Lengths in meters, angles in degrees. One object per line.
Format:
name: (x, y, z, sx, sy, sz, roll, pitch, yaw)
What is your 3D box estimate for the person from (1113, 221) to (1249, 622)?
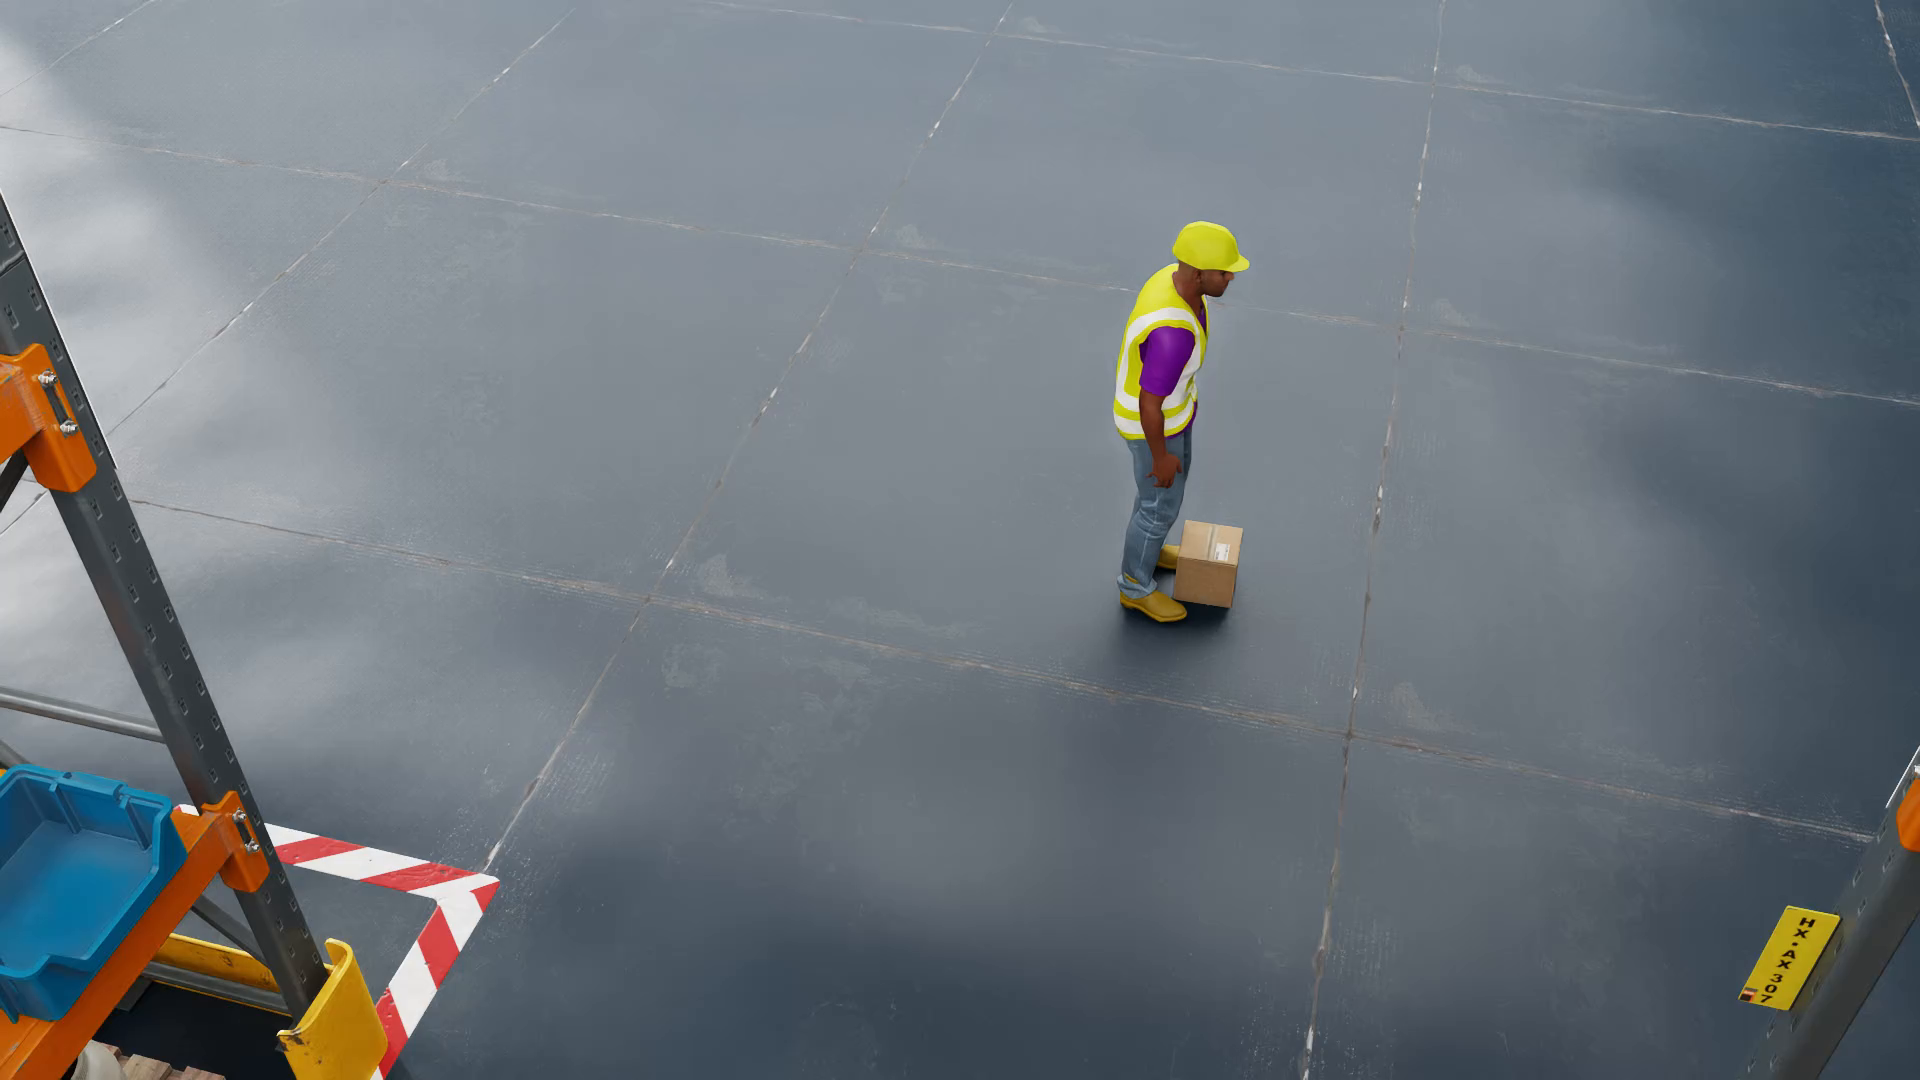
person: (0.853, -0.498, 6.721, 0.461, 1.761, 0.628, 10, 42, 11)
